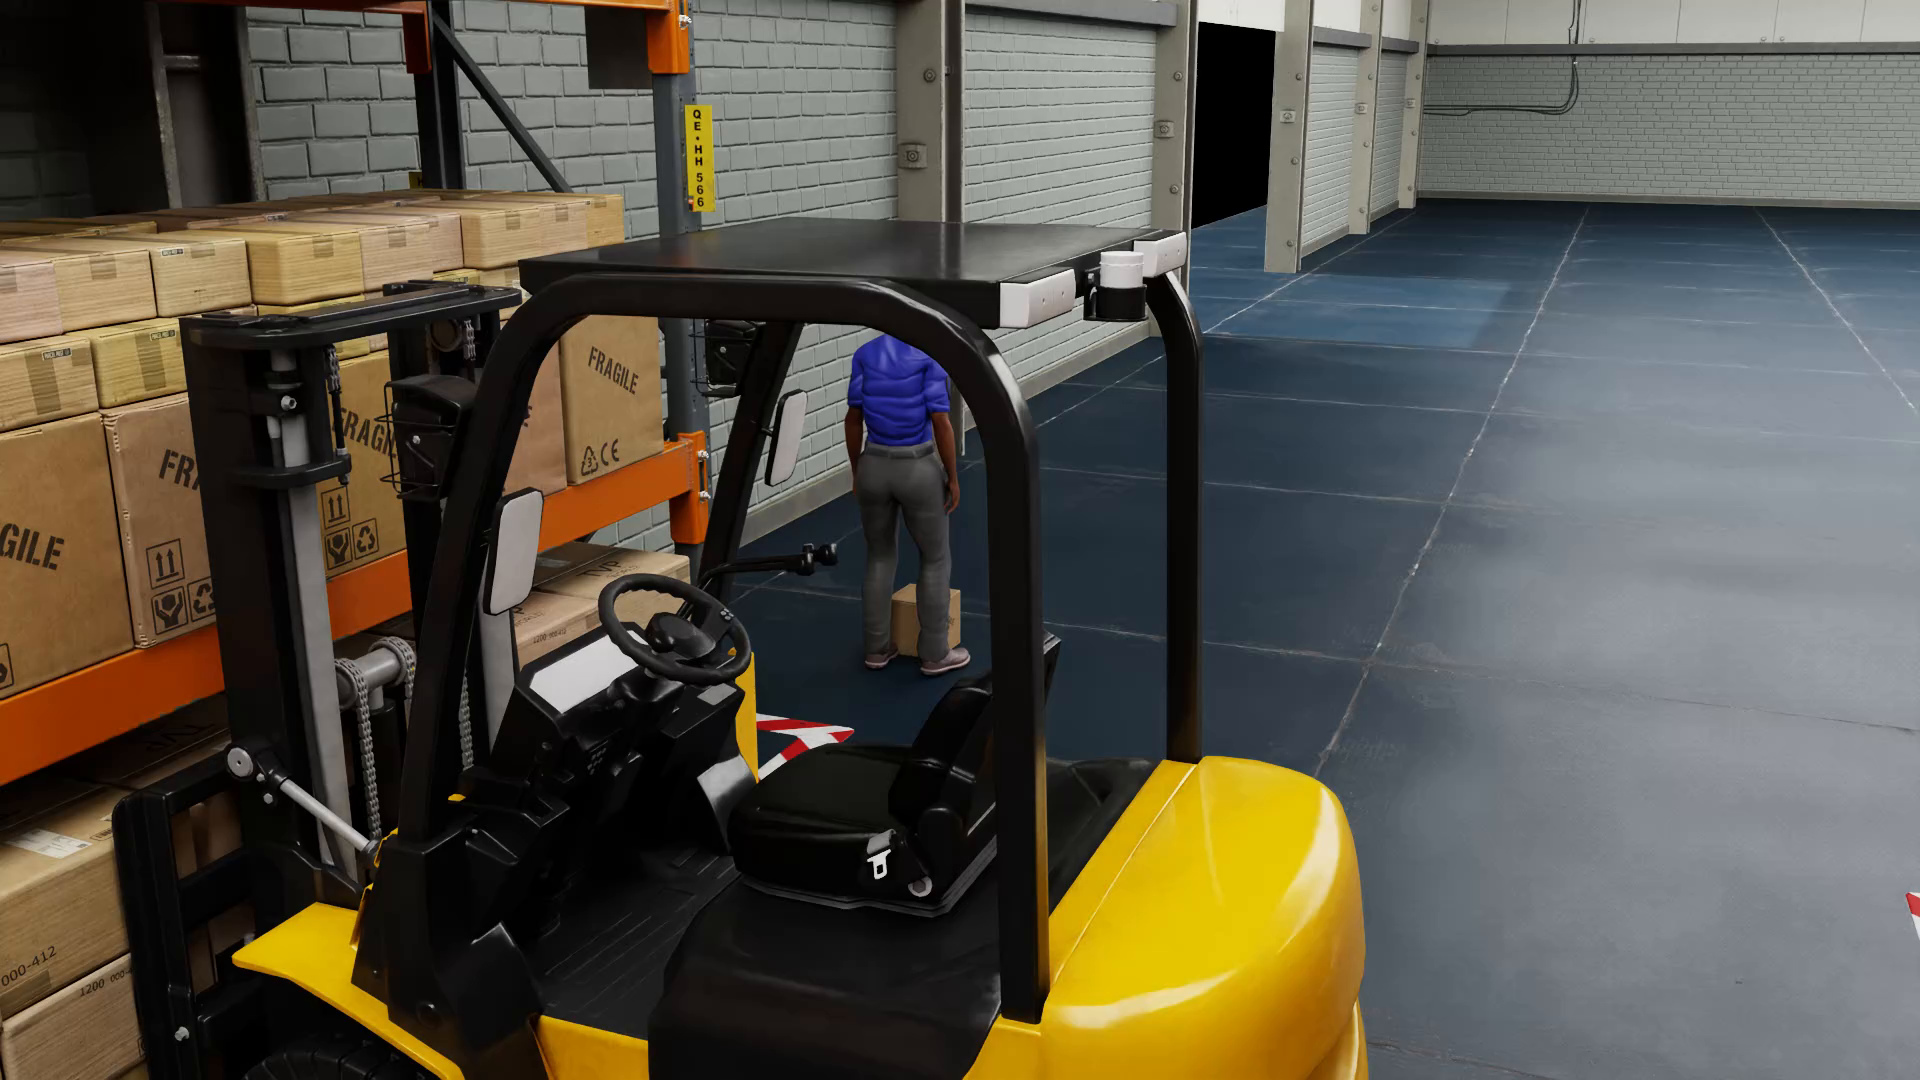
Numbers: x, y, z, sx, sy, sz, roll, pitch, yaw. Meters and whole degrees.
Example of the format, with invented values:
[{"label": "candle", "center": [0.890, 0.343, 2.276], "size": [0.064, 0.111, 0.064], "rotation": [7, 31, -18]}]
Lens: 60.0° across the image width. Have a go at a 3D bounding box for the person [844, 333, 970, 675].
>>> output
[{"label": "person", "center": [-0.232, -0.256, 6.955], "size": [0.503, 1.654, 0.349], "rotation": [6, 17, 20]}]
